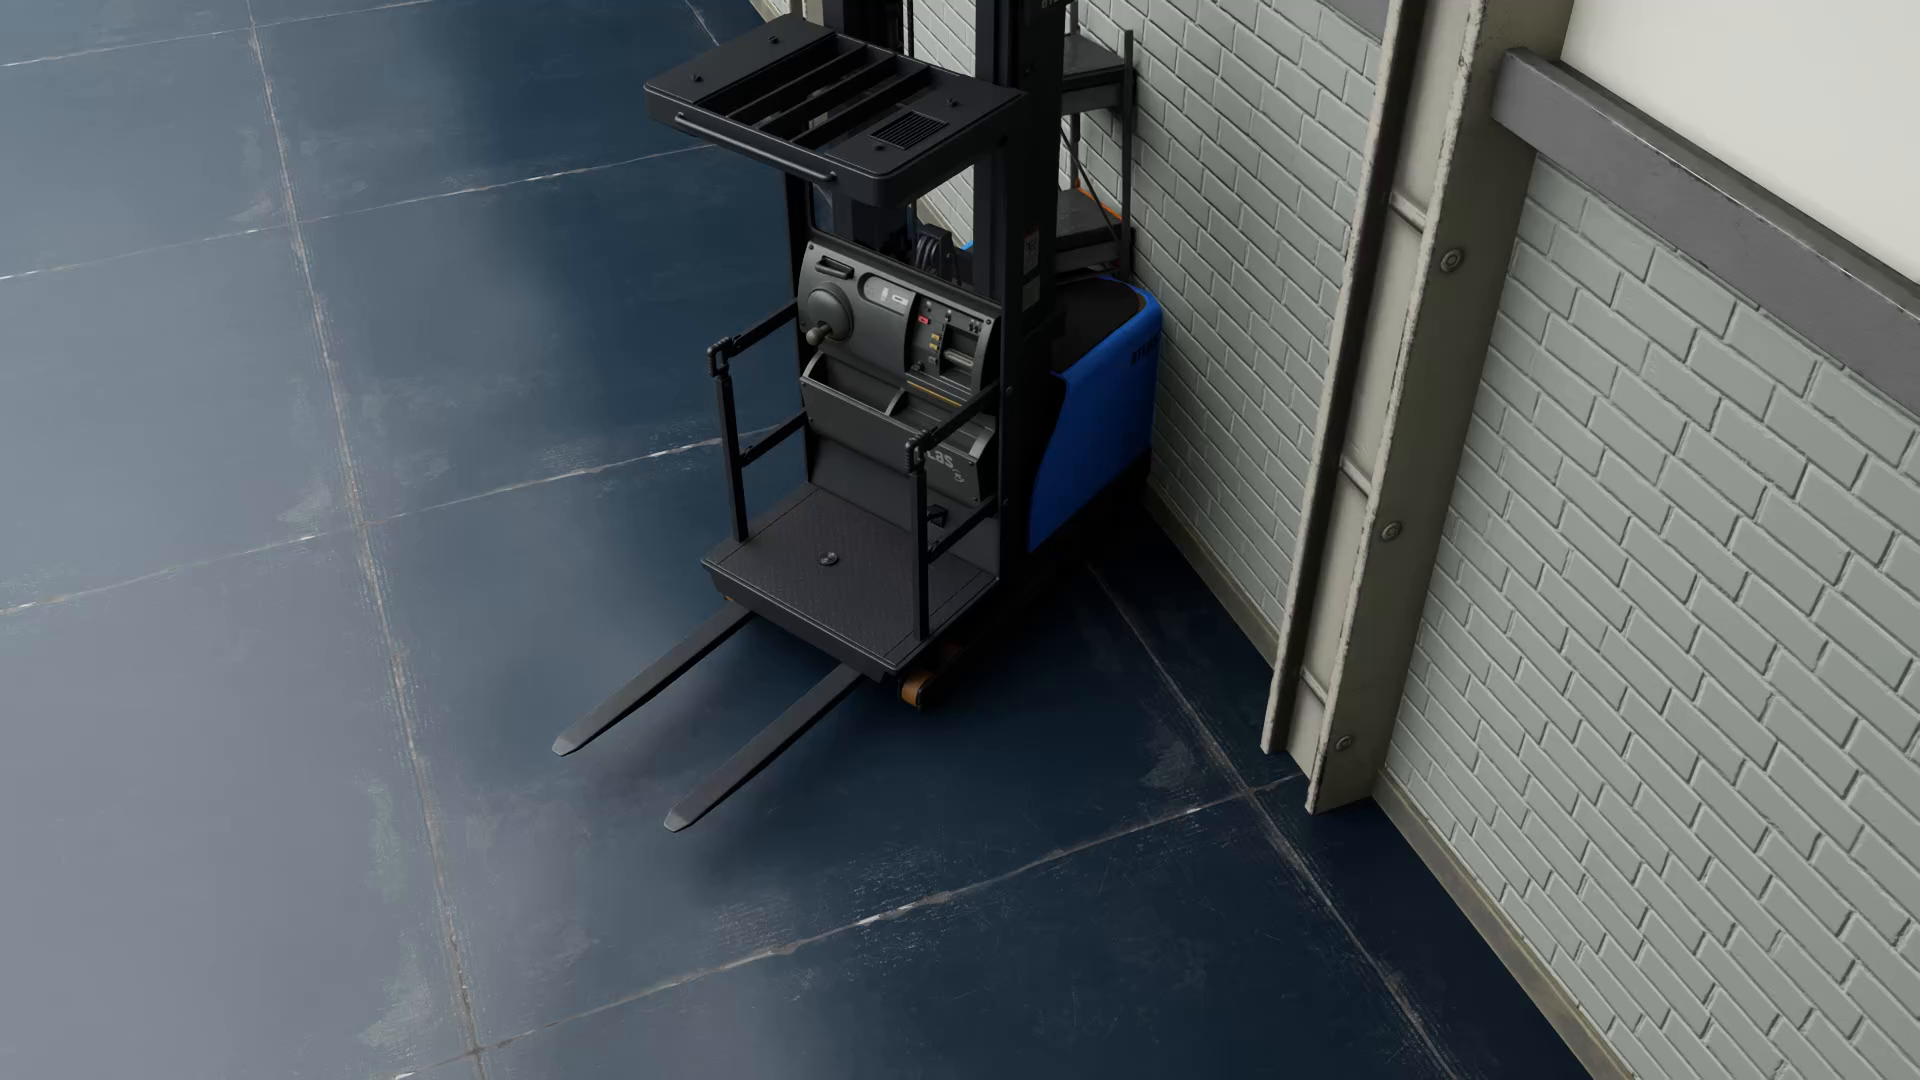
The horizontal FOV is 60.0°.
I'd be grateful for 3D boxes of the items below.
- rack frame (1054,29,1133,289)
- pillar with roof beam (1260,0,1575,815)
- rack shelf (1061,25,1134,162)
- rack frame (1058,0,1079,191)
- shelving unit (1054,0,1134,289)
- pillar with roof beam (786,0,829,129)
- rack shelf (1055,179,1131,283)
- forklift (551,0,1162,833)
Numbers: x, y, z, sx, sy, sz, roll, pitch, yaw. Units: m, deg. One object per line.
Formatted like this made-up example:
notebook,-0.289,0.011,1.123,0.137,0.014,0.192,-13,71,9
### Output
rack frame,0.563,-1.154,7.289,0.400,2.100,0.015,-16,36,-18
pillar with roof beam,-2.552,-1.430,2.430,9.100,9.000,0.400,-15,43,-17
rack shelf,0.436,-1.845,7.097,0.431,0.518,0.480,-16,36,-18
rack frame,0.365,-1.395,7.665,0.400,2.100,0.015,-16,36,-18
shelving unit,0.464,-1.275,7.477,0.431,2.100,0.503,-16,36,-18
pillar with roof beam,-4.847,-5.045,6.633,9.100,9.000,0.400,-15,43,-17
rack shelf,0.465,-1.264,7.485,0.431,0.518,0.480,-16,36,-18
forklift,-0.385,-0.786,6.335,1.130,2.935,3.031,27,47,28
